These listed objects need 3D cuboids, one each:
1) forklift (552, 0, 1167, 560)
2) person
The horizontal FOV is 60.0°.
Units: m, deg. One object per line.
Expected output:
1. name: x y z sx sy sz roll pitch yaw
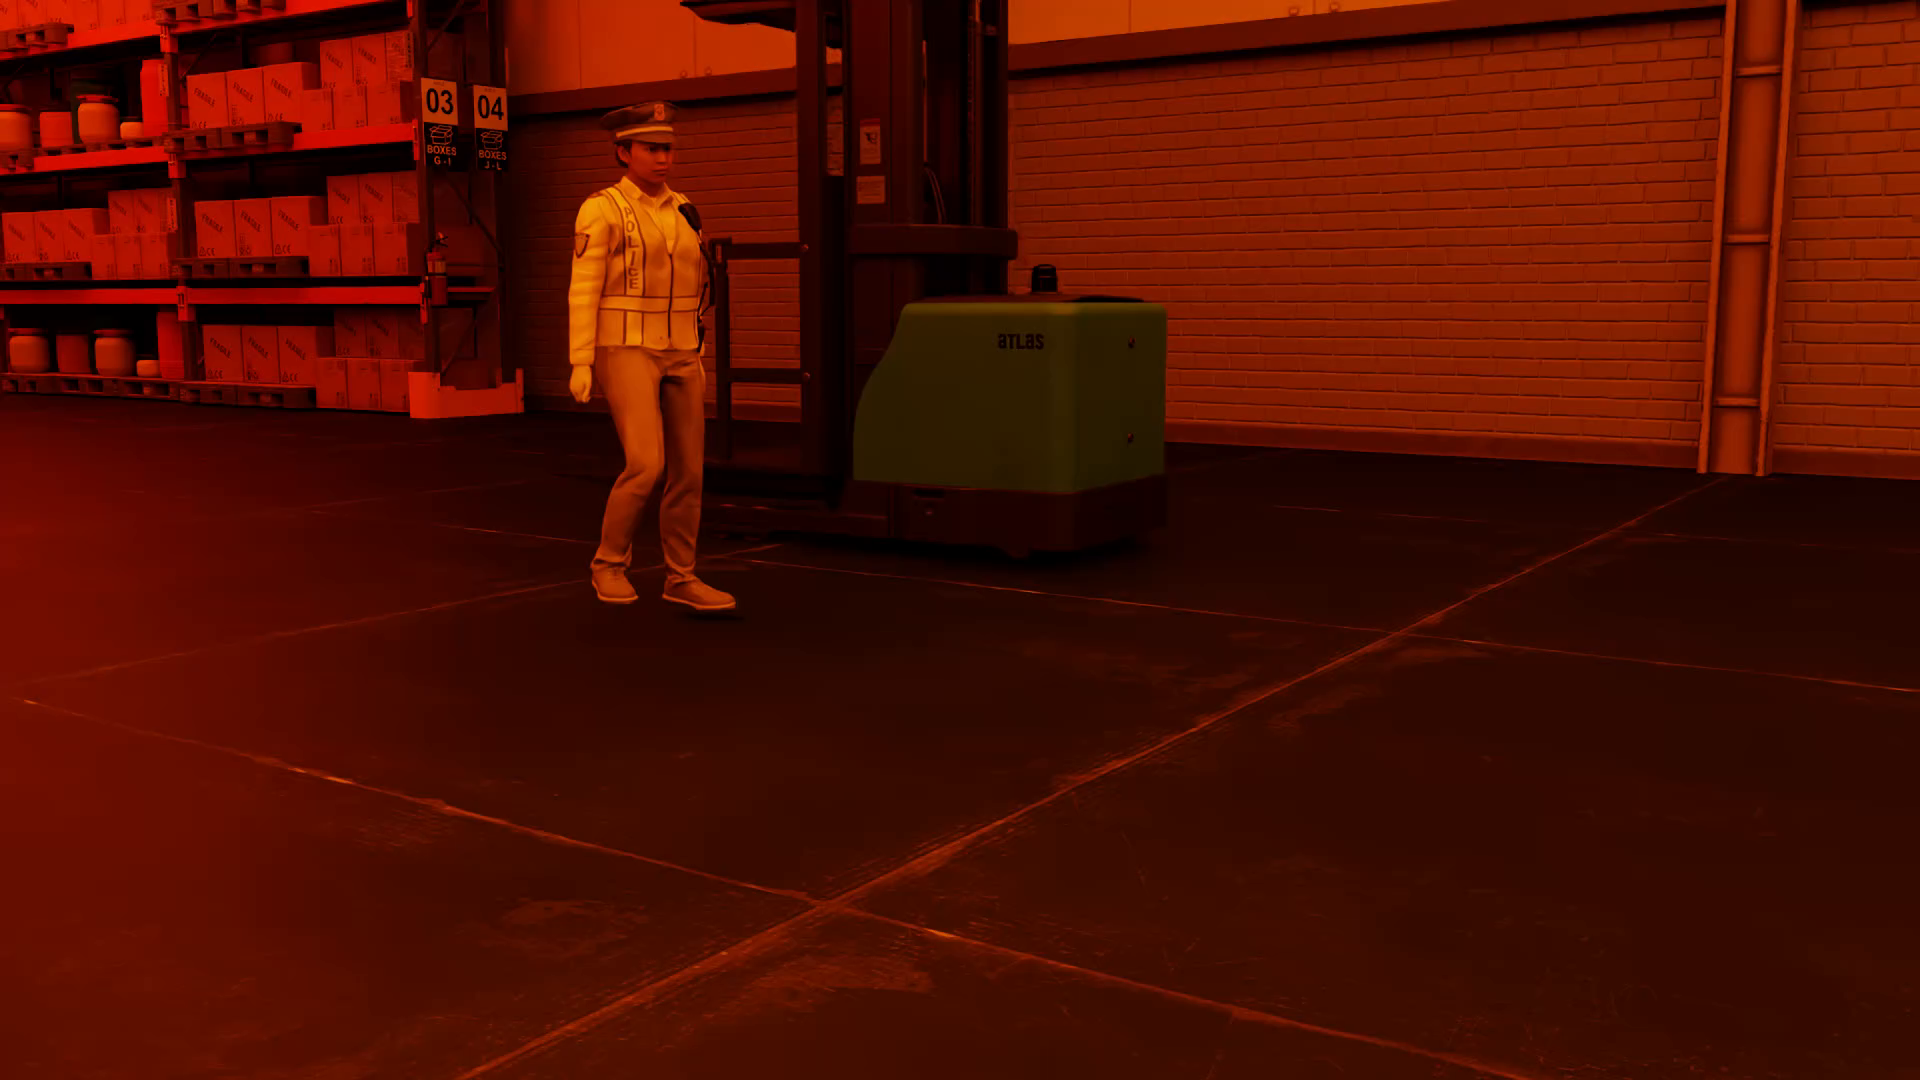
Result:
1. forklift: -0.593 -1.498 7.728 3.031 2.935 1.130 5 9 31
2. person: -1.013 -0.575 5.464 0.391 1.676 0.538 8 11 43
